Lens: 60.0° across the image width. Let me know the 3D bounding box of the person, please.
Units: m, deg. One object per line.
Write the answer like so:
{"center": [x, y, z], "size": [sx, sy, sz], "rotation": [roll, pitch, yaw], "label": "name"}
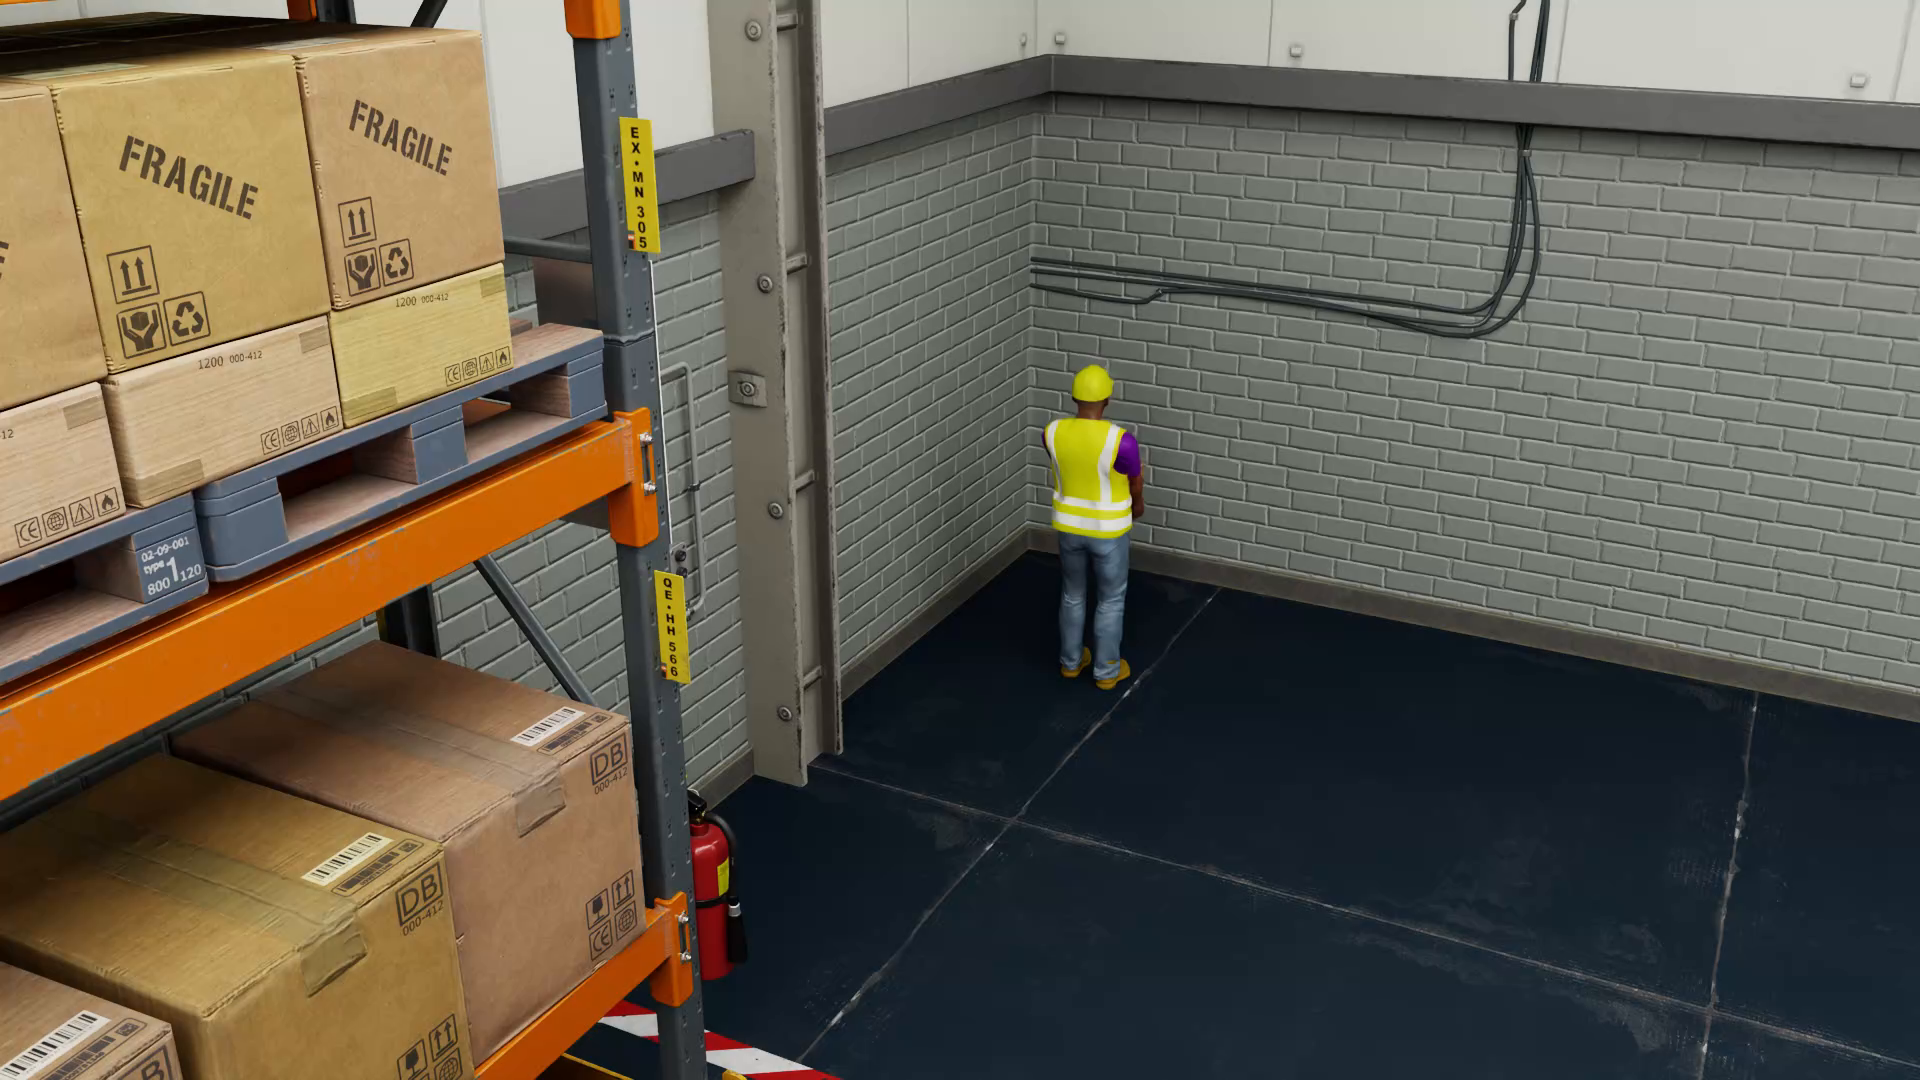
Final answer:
{"center": [0.730, -0.104, 8.816], "size": [0.505, 1.763, 0.567], "rotation": [11, 25, 25], "label": "person"}
